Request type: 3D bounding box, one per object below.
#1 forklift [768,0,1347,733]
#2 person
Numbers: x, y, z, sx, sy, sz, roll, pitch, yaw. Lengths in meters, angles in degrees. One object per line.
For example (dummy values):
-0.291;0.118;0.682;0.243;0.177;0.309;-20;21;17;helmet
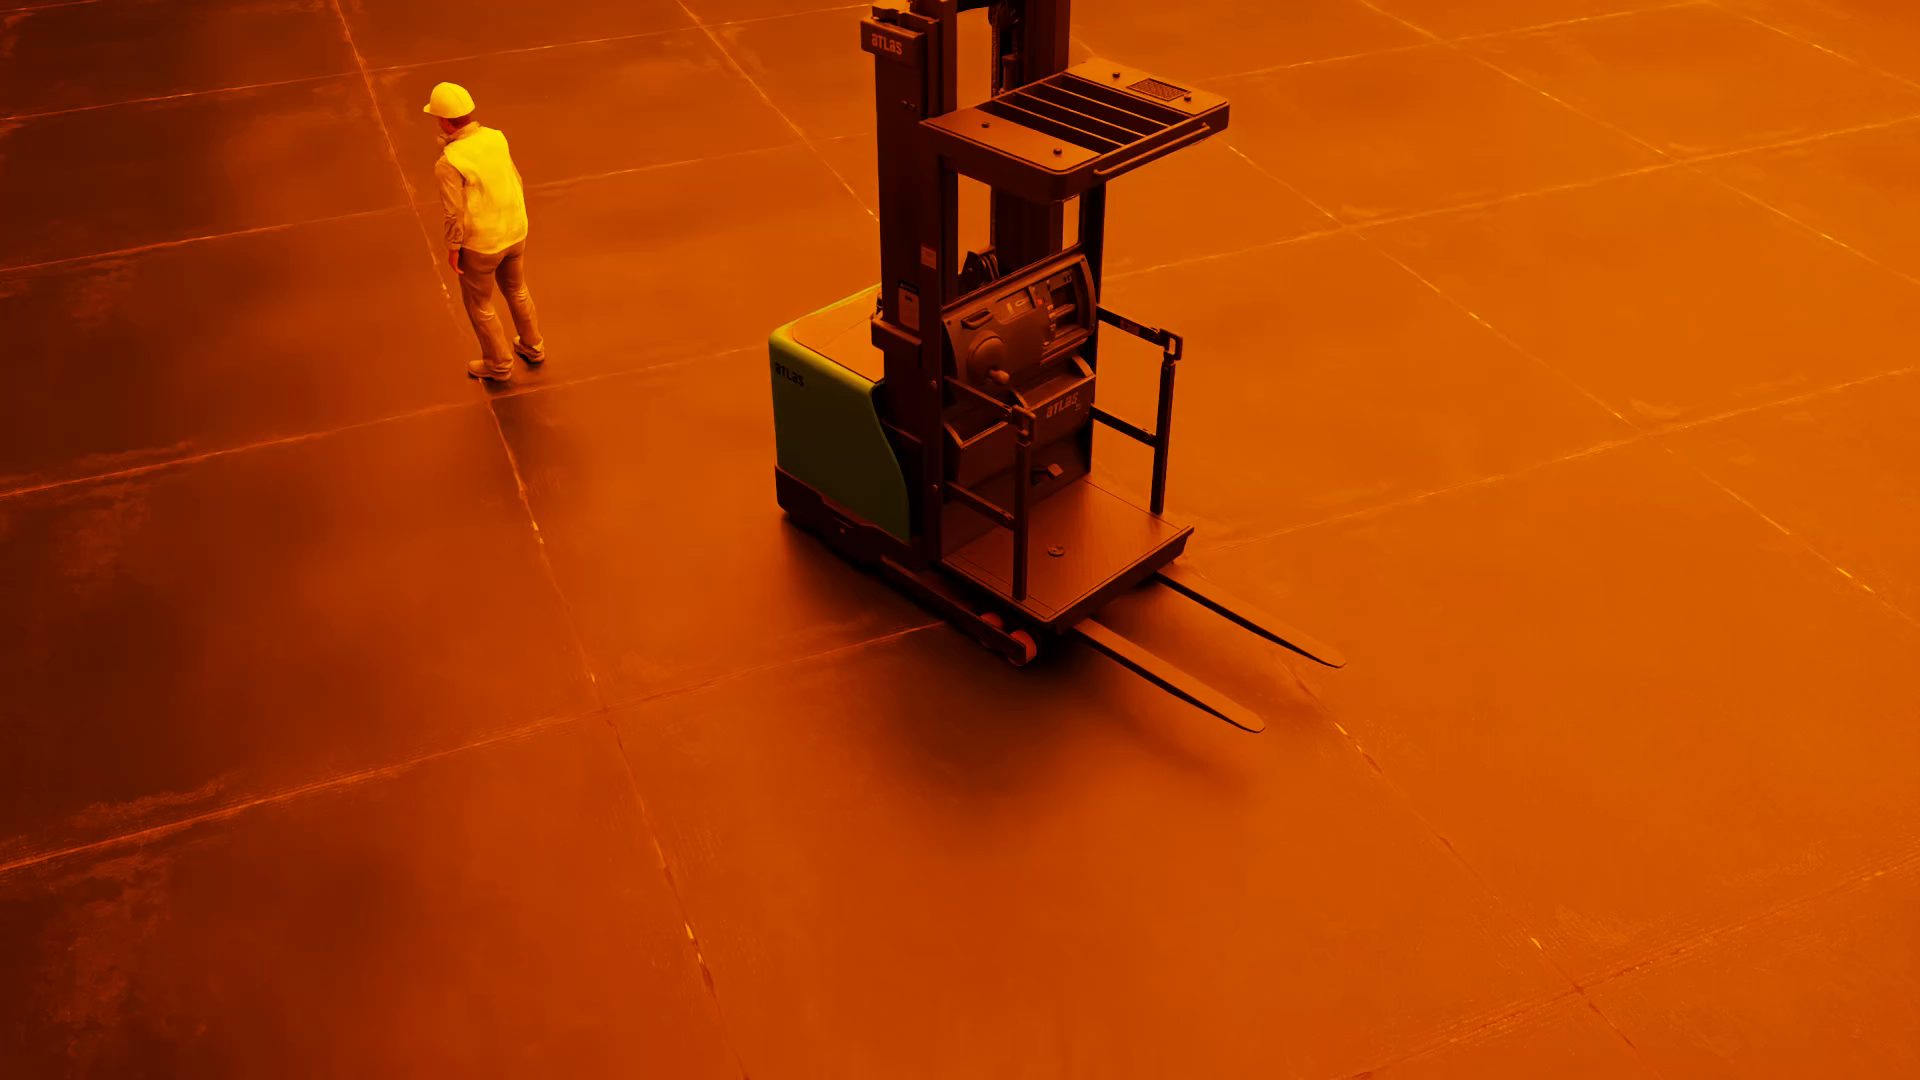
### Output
0.432;-0.946;7.429;3.031;2.935;1.130;30;45;35;forklift
-2.736;-1.763;9.582;0.466;1.769;0.580;20;40;26;person
